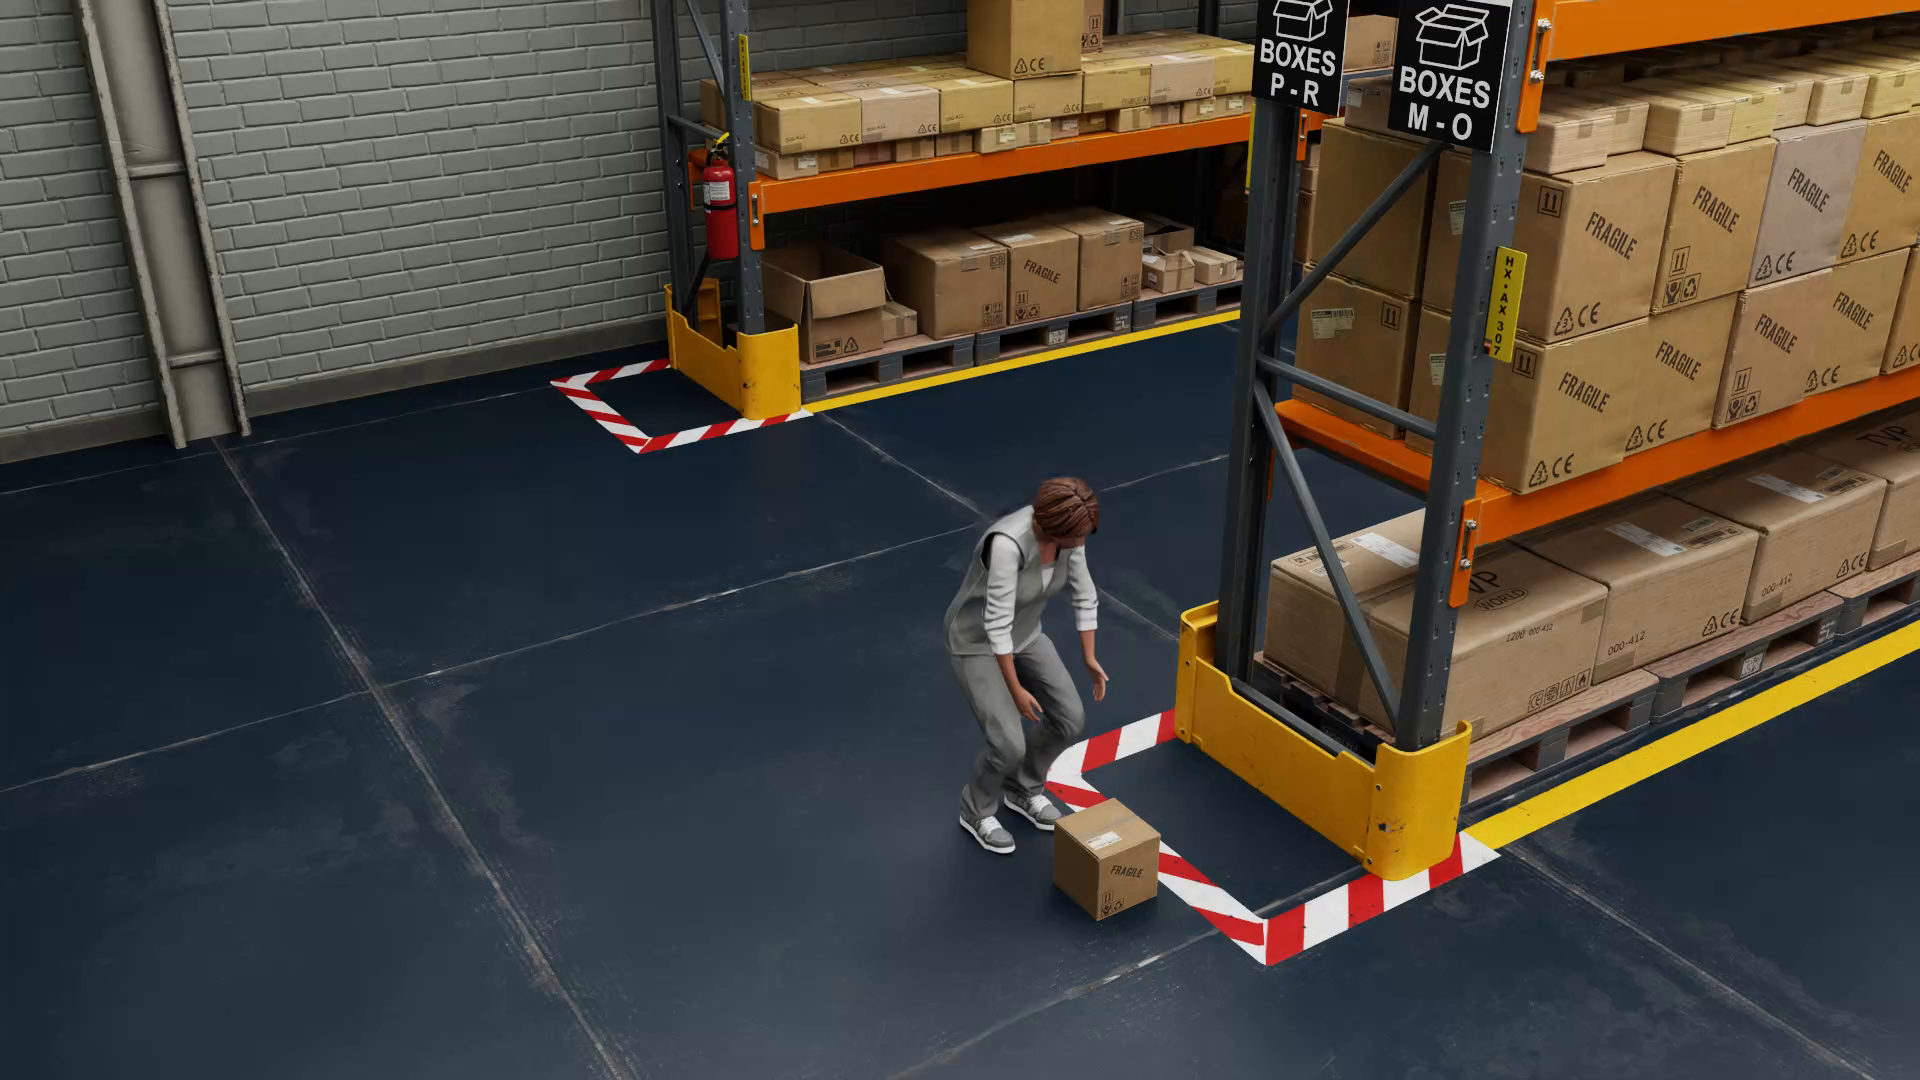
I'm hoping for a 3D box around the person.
[{"bbox_3d":[0.223,0.390,5.565,0.458,1.381,0.581,-19,32,-35],"label":"person"}]
